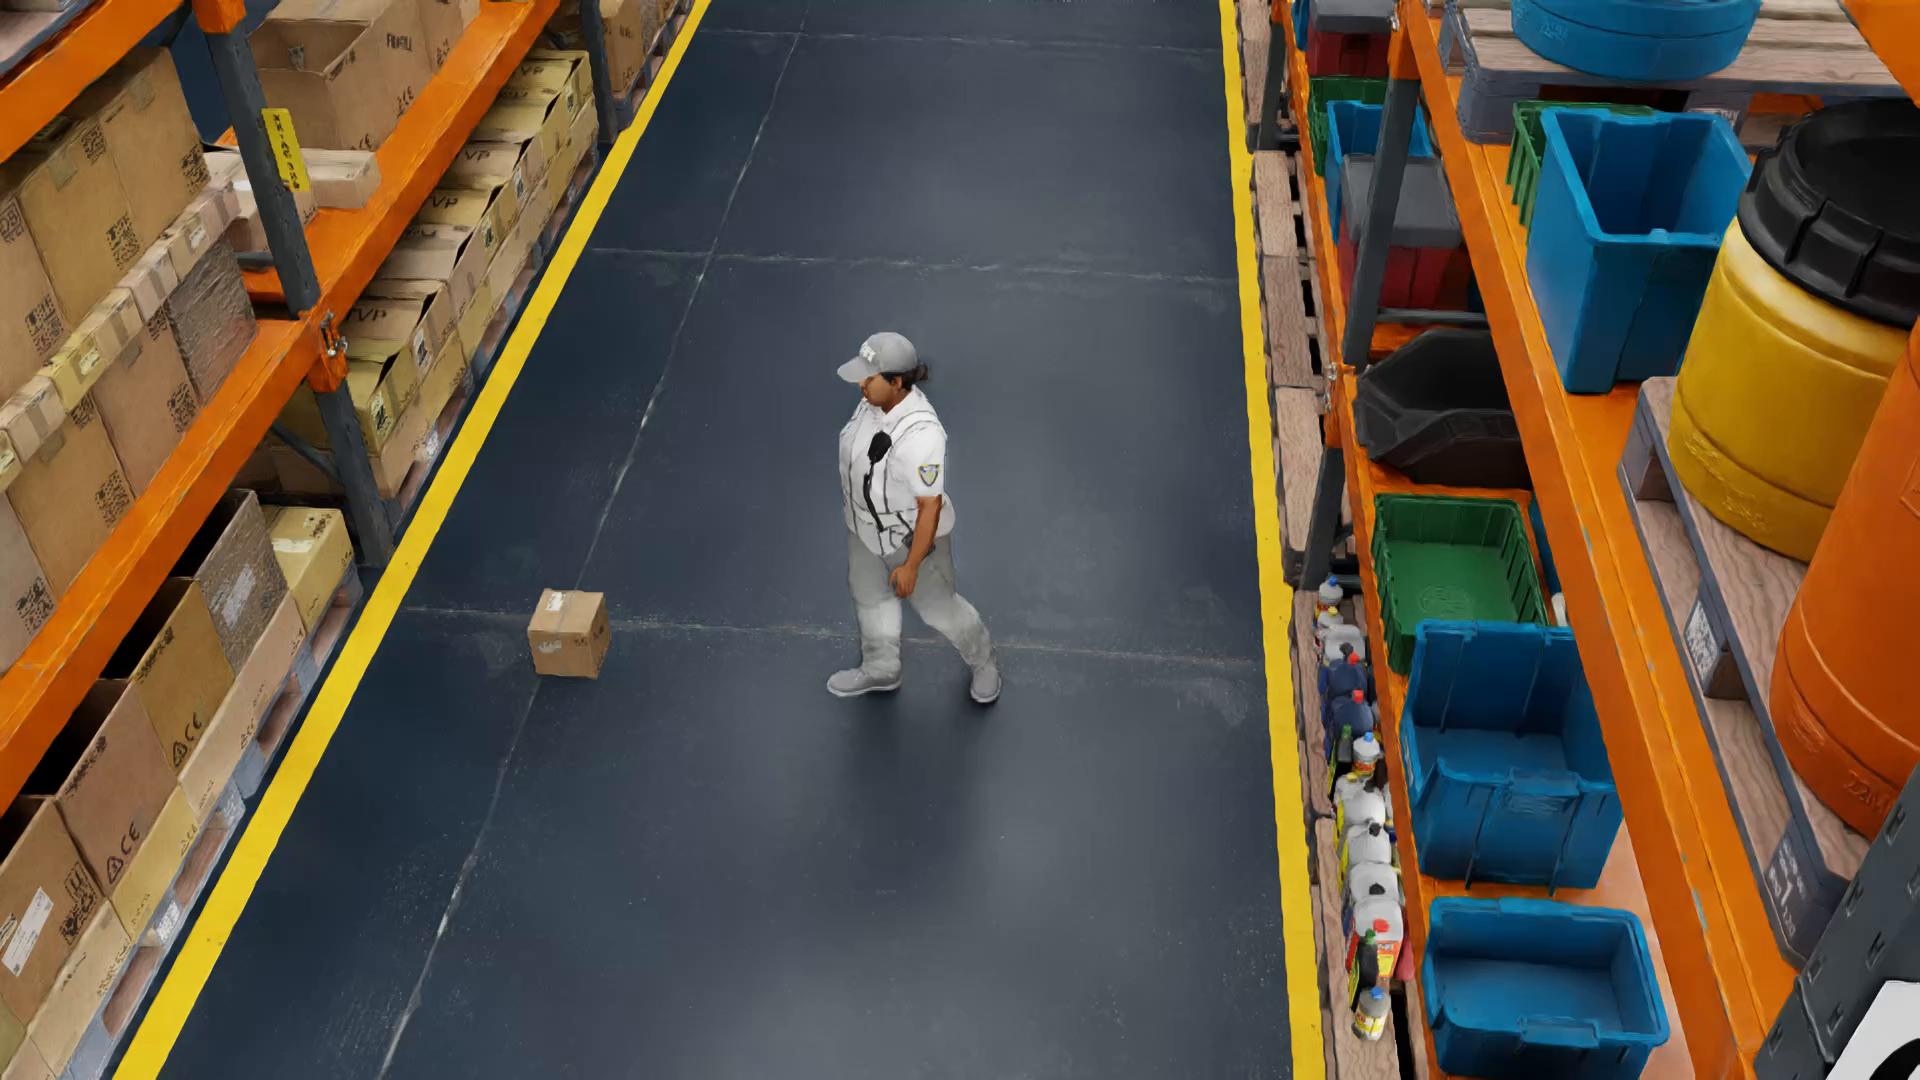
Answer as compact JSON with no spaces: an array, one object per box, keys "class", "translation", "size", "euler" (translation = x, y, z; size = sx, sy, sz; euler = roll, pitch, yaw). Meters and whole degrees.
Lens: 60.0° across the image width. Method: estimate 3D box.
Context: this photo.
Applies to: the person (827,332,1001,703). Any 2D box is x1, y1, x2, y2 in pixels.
[{"class":"person","translation":[-0.186,-0.062,6.235],"size":[0.659,1.655,0.603],"euler":[-22,45,-23]}]
